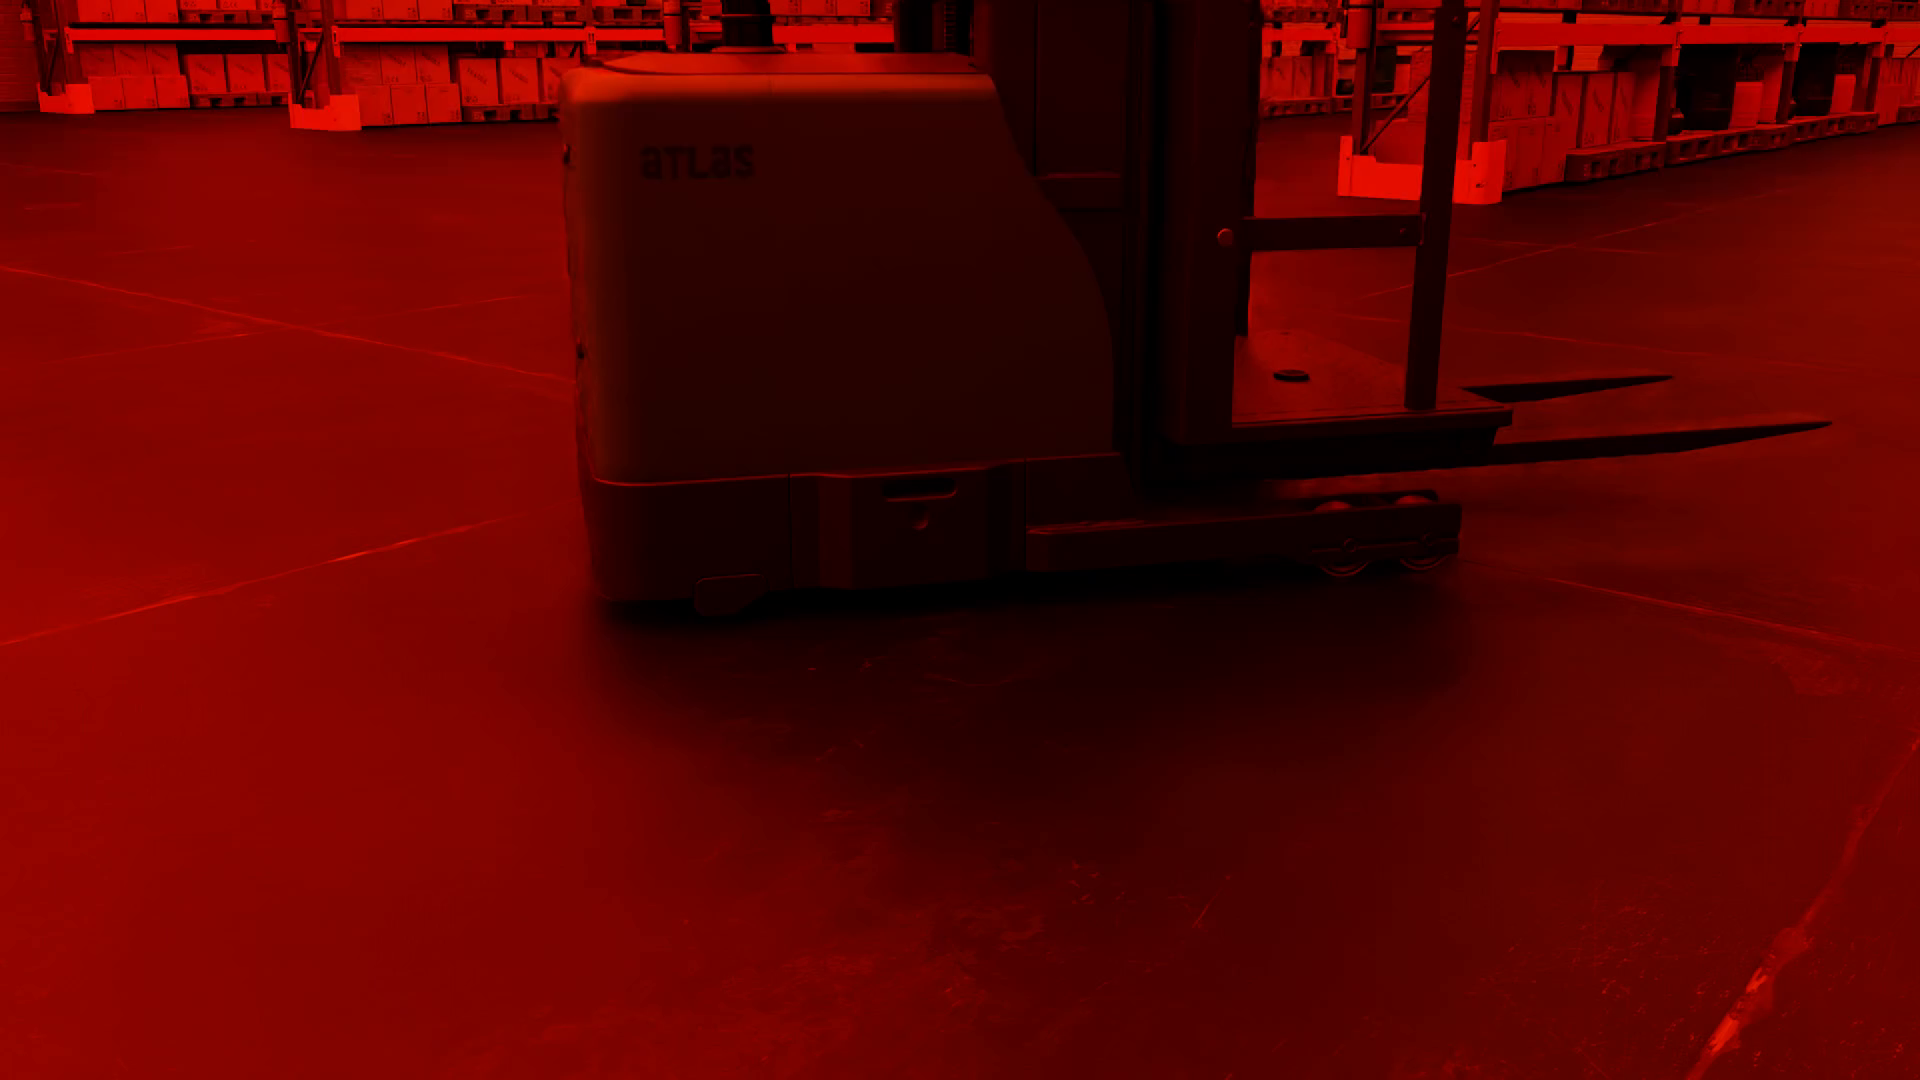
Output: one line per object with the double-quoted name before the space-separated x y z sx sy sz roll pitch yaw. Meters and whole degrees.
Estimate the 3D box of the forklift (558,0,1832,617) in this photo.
"forklift" 0.625 -1.464 3.719 3.031 2.935 1.130 -4 17 -14
